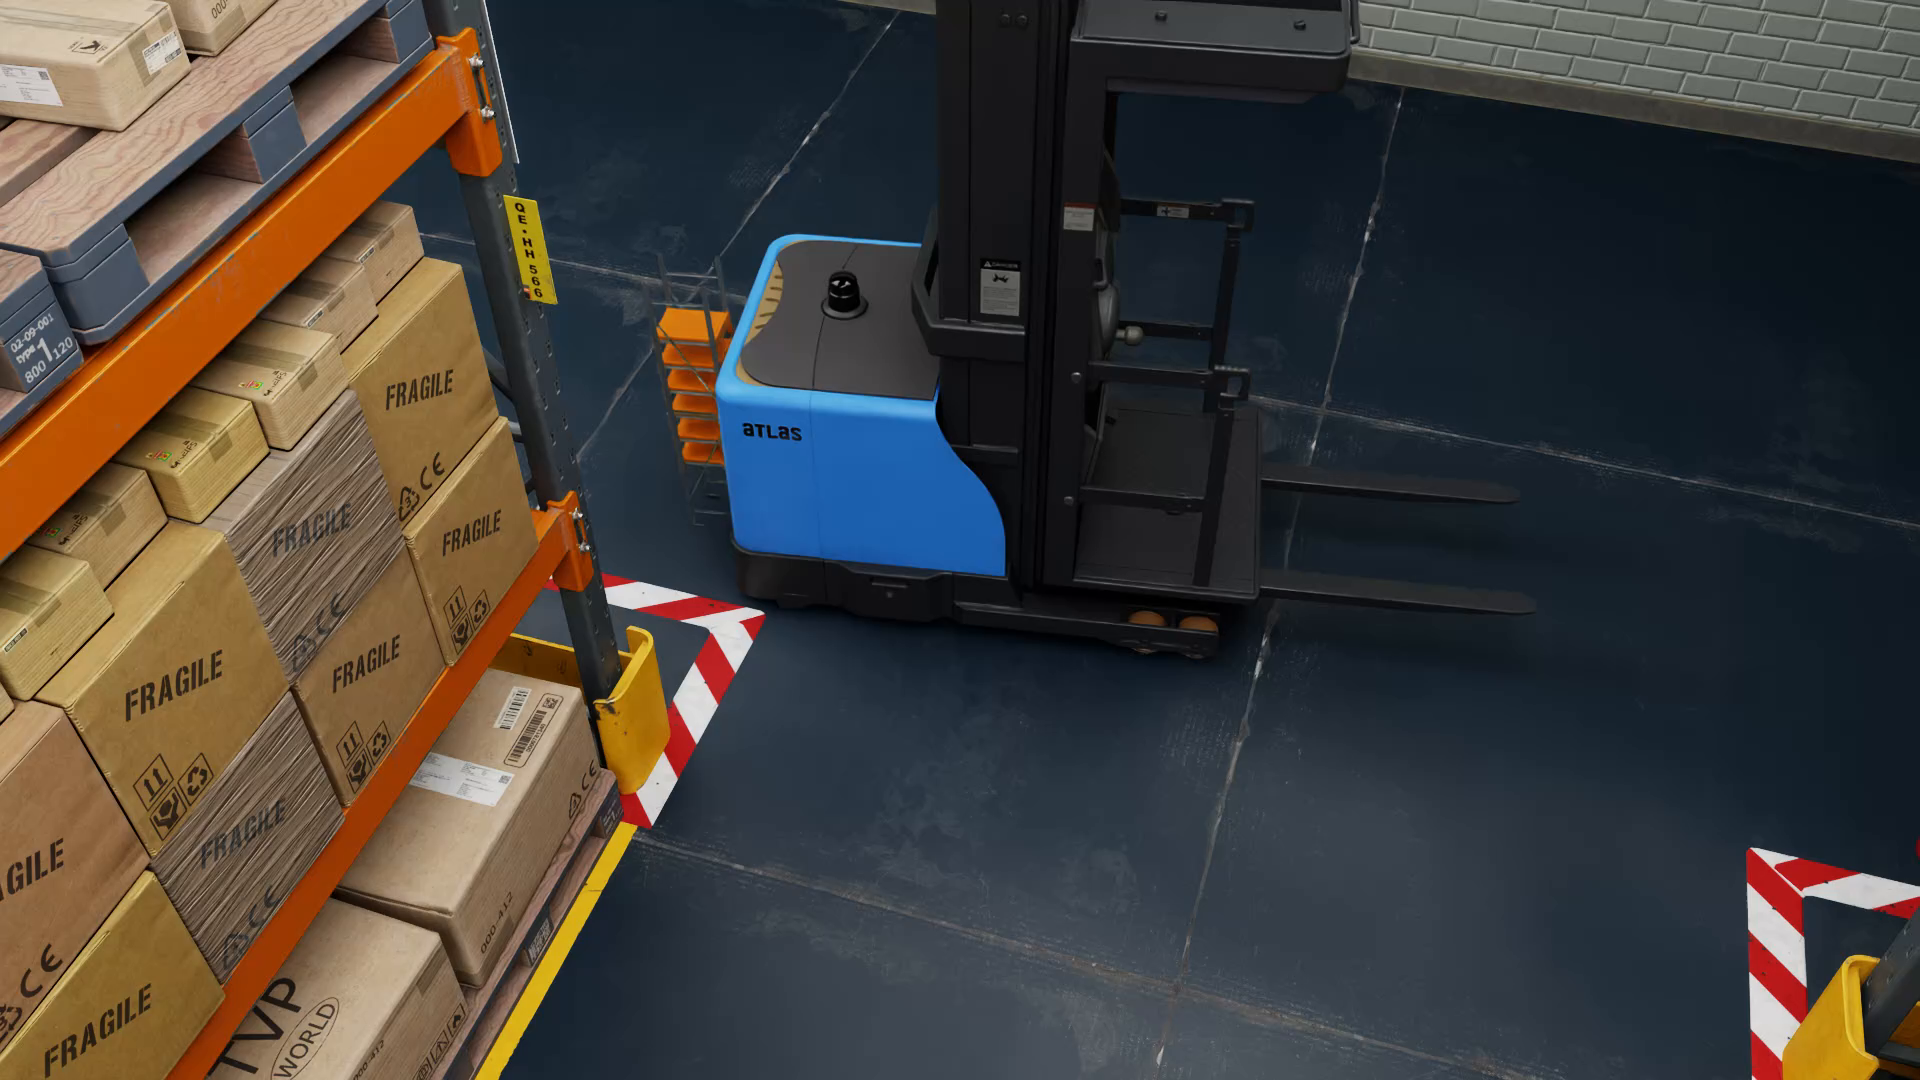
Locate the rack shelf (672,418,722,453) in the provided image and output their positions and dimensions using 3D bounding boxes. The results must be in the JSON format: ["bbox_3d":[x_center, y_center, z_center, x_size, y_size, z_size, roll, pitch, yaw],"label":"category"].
[{"bbox_3d":[-0.980,-0.427,6.556,0.258,0.103,0.180,6,45,9],"label":"rack shelf"}]

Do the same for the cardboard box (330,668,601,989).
[{"bbox_3d":[-1.752,0.839,5.280,0.875,0.438,0.875,11,45,11],"label":"cardboard box"}]

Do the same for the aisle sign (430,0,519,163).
[{"bbox_3d":[-1.330,-1.299,4.074,0.394,0.787,0.004,13,46,13],"label":"aisle sign"}]

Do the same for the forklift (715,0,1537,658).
[{"bbox_3d":[0.686,-0.999,5.676,3.031,2.935,1.130,6,45,6],"label":"forklift"}]

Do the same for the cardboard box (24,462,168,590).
[{"bbox_3d":[-1.880,-0.049,3.405,0.380,0.149,0.250,12,46,12],"label":"cardboard box"}]

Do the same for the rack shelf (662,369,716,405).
[{"bbox_3d":[-0.990,-0.600,6.389,0.258,0.103,0.180,6,45,9],"label":"rack shelf"}]

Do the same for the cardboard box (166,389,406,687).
[{"bbox_3d":[-1.697,-0.055,3.875,0.500,0.500,0.500,13,46,13],"label":"cardboard box"}]

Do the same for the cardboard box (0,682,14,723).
[{"bbox_3d":[-1.997,0.302,3.047,0.380,0.149,0.250,14,46,14],"label":"cardboard box"}]

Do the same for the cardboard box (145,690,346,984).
[{"bbox_3d":[-1.854,0.630,3.890,0.500,0.500,0.500,14,46,14],"label":"cardboard box"}]

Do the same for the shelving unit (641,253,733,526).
[{"bbox_3d":[-0.987,-0.545,6.442,0.258,1.200,0.189,6,45,9],"label":"shelving unit"}]

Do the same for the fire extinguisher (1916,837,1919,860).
[{"bbox_3d":[2.688,0.626,4.288,0.296,0.674,0.183,13,46,13],"label":"fire extinguisher"}]

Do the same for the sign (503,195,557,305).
[{"bbox_3d":[-1.135,-0.762,4.387,0.100,0.325,0.005,13,46,13],"label":"sign"}]

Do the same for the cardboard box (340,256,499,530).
[{"bbox_3d":[-1.567,-0.409,4.237,0.500,0.500,0.500,14,46,14],"label":"cardboard box"}]

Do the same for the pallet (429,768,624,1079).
[{"bbox_3d":[-1.815,1.158,5.415,1.003,0.211,1.213,13,46,13],"label":"pallet"}]

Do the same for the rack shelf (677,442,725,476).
[{"bbox_3d":[-0.975,-0.341,6.639,0.258,0.103,0.180,6,45,9],"label":"rack shelf"}]

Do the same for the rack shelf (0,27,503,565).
[{"bbox_3d":[-2.253,0.130,2.842,1.077,0.370,4.000,13,46,13],"label":"rack shelf"}]

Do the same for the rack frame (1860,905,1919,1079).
[{"bbox_3d":[3.084,0.661,3.930,1.000,3.000,0.127,13,46,13],"label":"rack frame"}]

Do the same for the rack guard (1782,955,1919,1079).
[{"bbox_3d":[3.061,1.605,4.752,1.175,0.500,0.348,13,46,13],"label":"rack guard"}]

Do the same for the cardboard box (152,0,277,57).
[{"bbox_3d":[-1.698,-1.273,3.497,0.500,0.250,0.500,9,45,9],"label":"cardboard box"}]

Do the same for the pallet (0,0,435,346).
[{"bbox_3d":[-1.862,-0.932,3.476,1.003,0.211,1.213,13,46,13],"label":"pallet"}]

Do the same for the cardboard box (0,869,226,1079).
[{"bbox_3d":[-1.998,0.977,3.535,0.500,0.500,0.500,14,46,14],"label":"cardboard box"}]

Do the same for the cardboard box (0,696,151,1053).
[{"bbox_3d":[-2.004,0.609,3.196,0.500,0.500,0.500,12,46,12],"label":"cardboard box"}]

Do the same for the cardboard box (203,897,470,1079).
[{"bbox_3d":[-2.021,1.451,4.655,0.875,0.438,0.875,14,46,14],"label":"cardboard box"}]

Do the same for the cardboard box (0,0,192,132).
[{"bbox_3d":[-1.749,-0.941,3.230,0.380,0.149,0.250,9,45,9],"label":"cardboard box"}]

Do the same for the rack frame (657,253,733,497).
[{"bbox_3d":[-0.971,-0.608,6.506,0.240,1.200,0.006,6,45,9],"label":"rack frame"}]

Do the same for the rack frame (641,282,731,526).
[{"bbox_3d":[-1.003,-0.482,6.377,0.240,1.200,0.006,6,45,9],"label":"rack frame"}]

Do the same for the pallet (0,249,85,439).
[{"bbox_3d":[-2.230,-0.116,2.642,1.003,0.211,1.213,13,46,13],"label":"pallet"}]

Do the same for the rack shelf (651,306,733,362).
[{"bbox_3d":[-1.000,-0.773,6.223,0.258,0.103,0.180,6,45,9],"label":"rack shelf"}]

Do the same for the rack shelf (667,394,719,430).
[{"bbox_3d":[-0.985,-0.513,6.472,0.258,0.103,0.180,6,45,9],"label":"rack shelf"}]

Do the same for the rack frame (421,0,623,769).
[{"bbox_3d":[-1.648,-0.388,5.002,1.000,3.000,0.127,13,46,13],"label":"rack frame"}]

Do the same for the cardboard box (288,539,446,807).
[{"bbox_3d":[-1.708,0.285,4.242,0.500,0.500,0.500,12,46,12],"label":"cardboard box"}]

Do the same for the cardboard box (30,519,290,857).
[{"bbox_3d":[-1.850,0.274,3.539,0.500,0.500,0.500,12,46,12],"label":"cardboard box"}]

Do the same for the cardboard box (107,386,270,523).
[{"bbox_3d":[-1.733,-0.208,3.568,0.380,0.149,0.250,14,46,13],"label":"cardboard box"}]

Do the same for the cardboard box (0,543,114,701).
[{"bbox_3d":[-1.900,0.131,3.221,0.380,0.149,0.250,14,46,13],"label":"cardboard box"}]

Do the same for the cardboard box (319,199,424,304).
[{"bbox_3d":[-1.566,-0.731,4.102,0.380,0.149,0.250,13,46,13],"label":"cardboard box"}]

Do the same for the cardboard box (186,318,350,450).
[{"bbox_3d":[-1.617,-0.367,3.730,0.380,0.149,0.250,12,46,12],"label":"cardboard box"}]

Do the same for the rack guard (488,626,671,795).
[{"bbox_3d":[-1.640,0.489,5.892,1.175,0.500,0.348,13,46,13],"label":"rack guard"}]

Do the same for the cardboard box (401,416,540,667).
[{"bbox_3d":[-1.542,-0.046,4.581,0.500,0.500,0.500,13,46,13],"label":"cardboard box"}]

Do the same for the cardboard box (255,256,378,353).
[{"bbox_3d":[-1.620,-0.557,3.924,0.380,0.149,0.250,13,46,13],"label":"cardboard box"}]

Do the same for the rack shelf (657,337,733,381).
[{"bbox_3d":[-0.995,-0.686,6.306,0.258,0.103,0.180,6,45,9],"label":"rack shelf"}]

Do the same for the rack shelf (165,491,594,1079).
[{"bbox_3d":[-2.253,1.202,3.891,1.077,0.370,4.000,13,46,13],"label":"rack shelf"}]
